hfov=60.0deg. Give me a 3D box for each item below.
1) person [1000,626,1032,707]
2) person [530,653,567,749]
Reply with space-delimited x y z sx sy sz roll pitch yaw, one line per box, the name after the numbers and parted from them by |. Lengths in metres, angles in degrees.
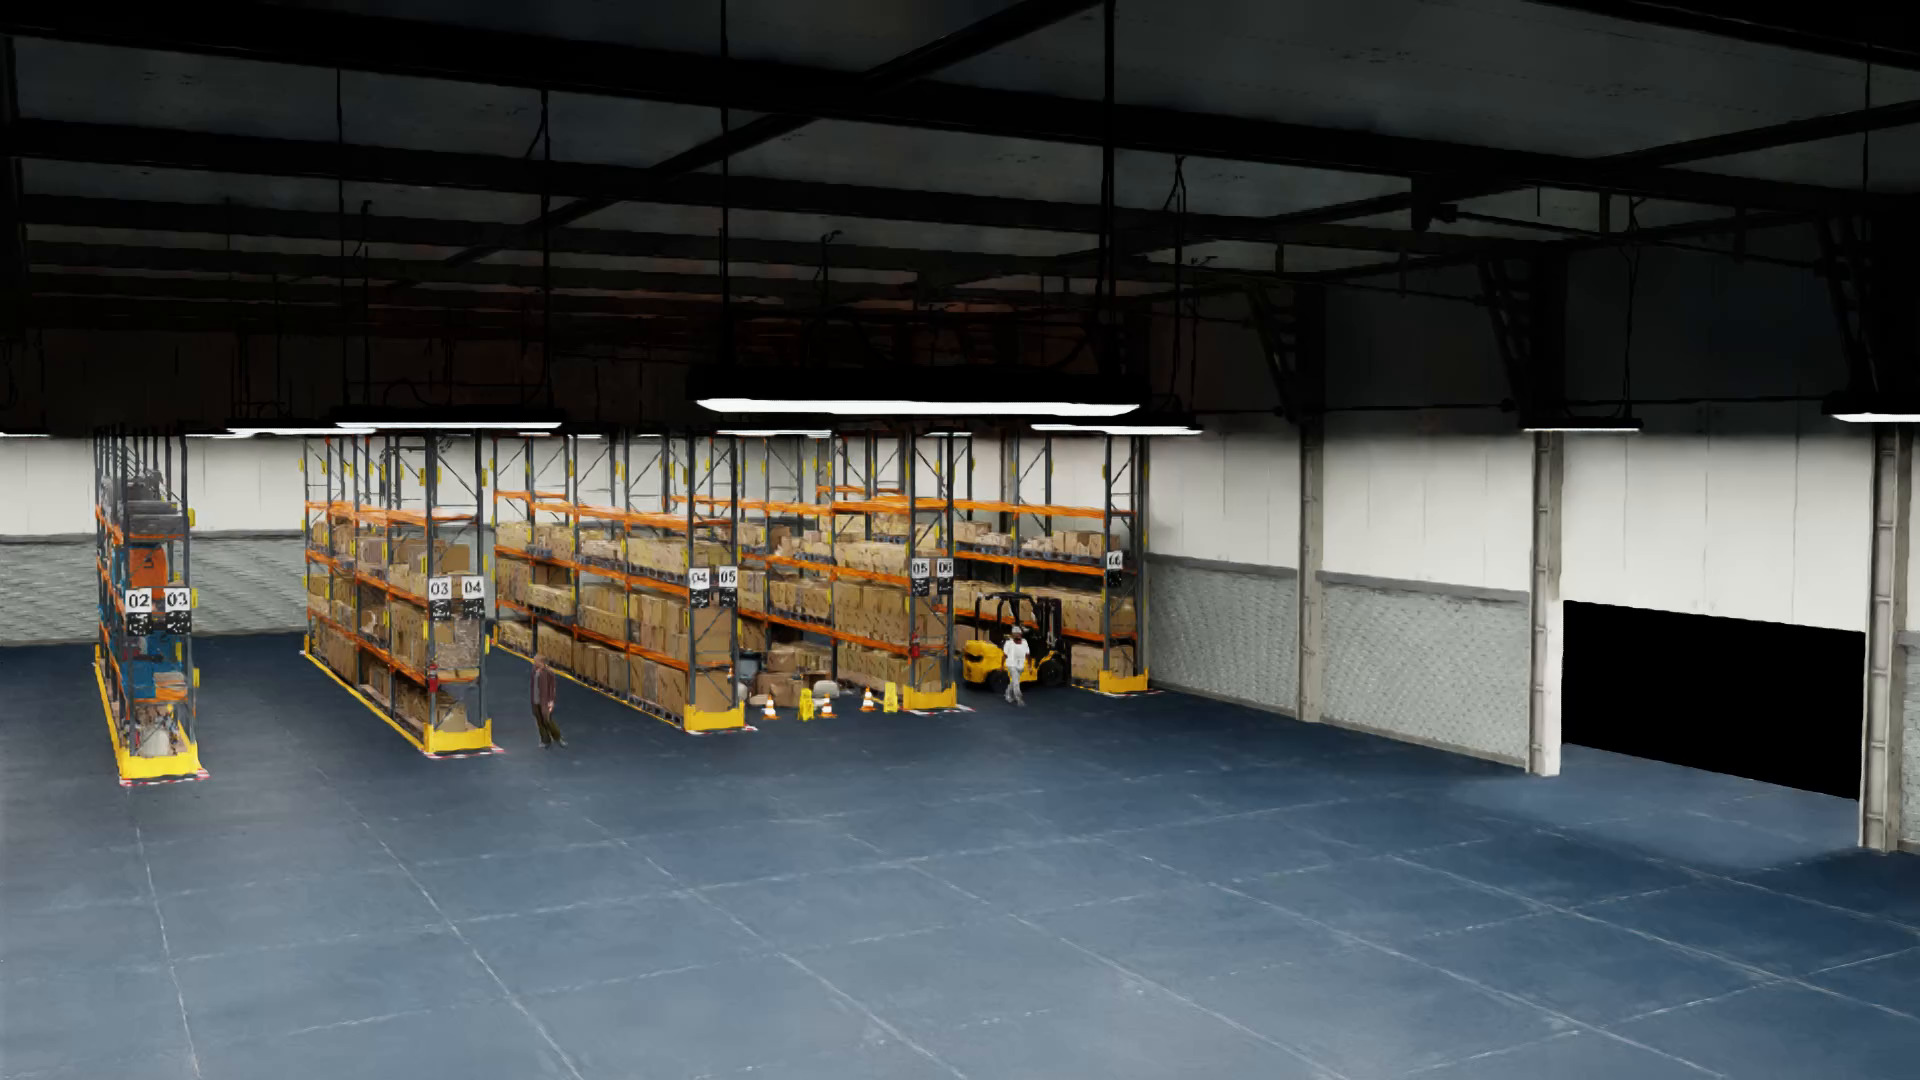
1.231 2.703 35.737 0.589 1.716 1.043 -2 4 -30 | person
-7.625 2.969 30.633 0.758 1.771 0.529 2 4 27 | person
